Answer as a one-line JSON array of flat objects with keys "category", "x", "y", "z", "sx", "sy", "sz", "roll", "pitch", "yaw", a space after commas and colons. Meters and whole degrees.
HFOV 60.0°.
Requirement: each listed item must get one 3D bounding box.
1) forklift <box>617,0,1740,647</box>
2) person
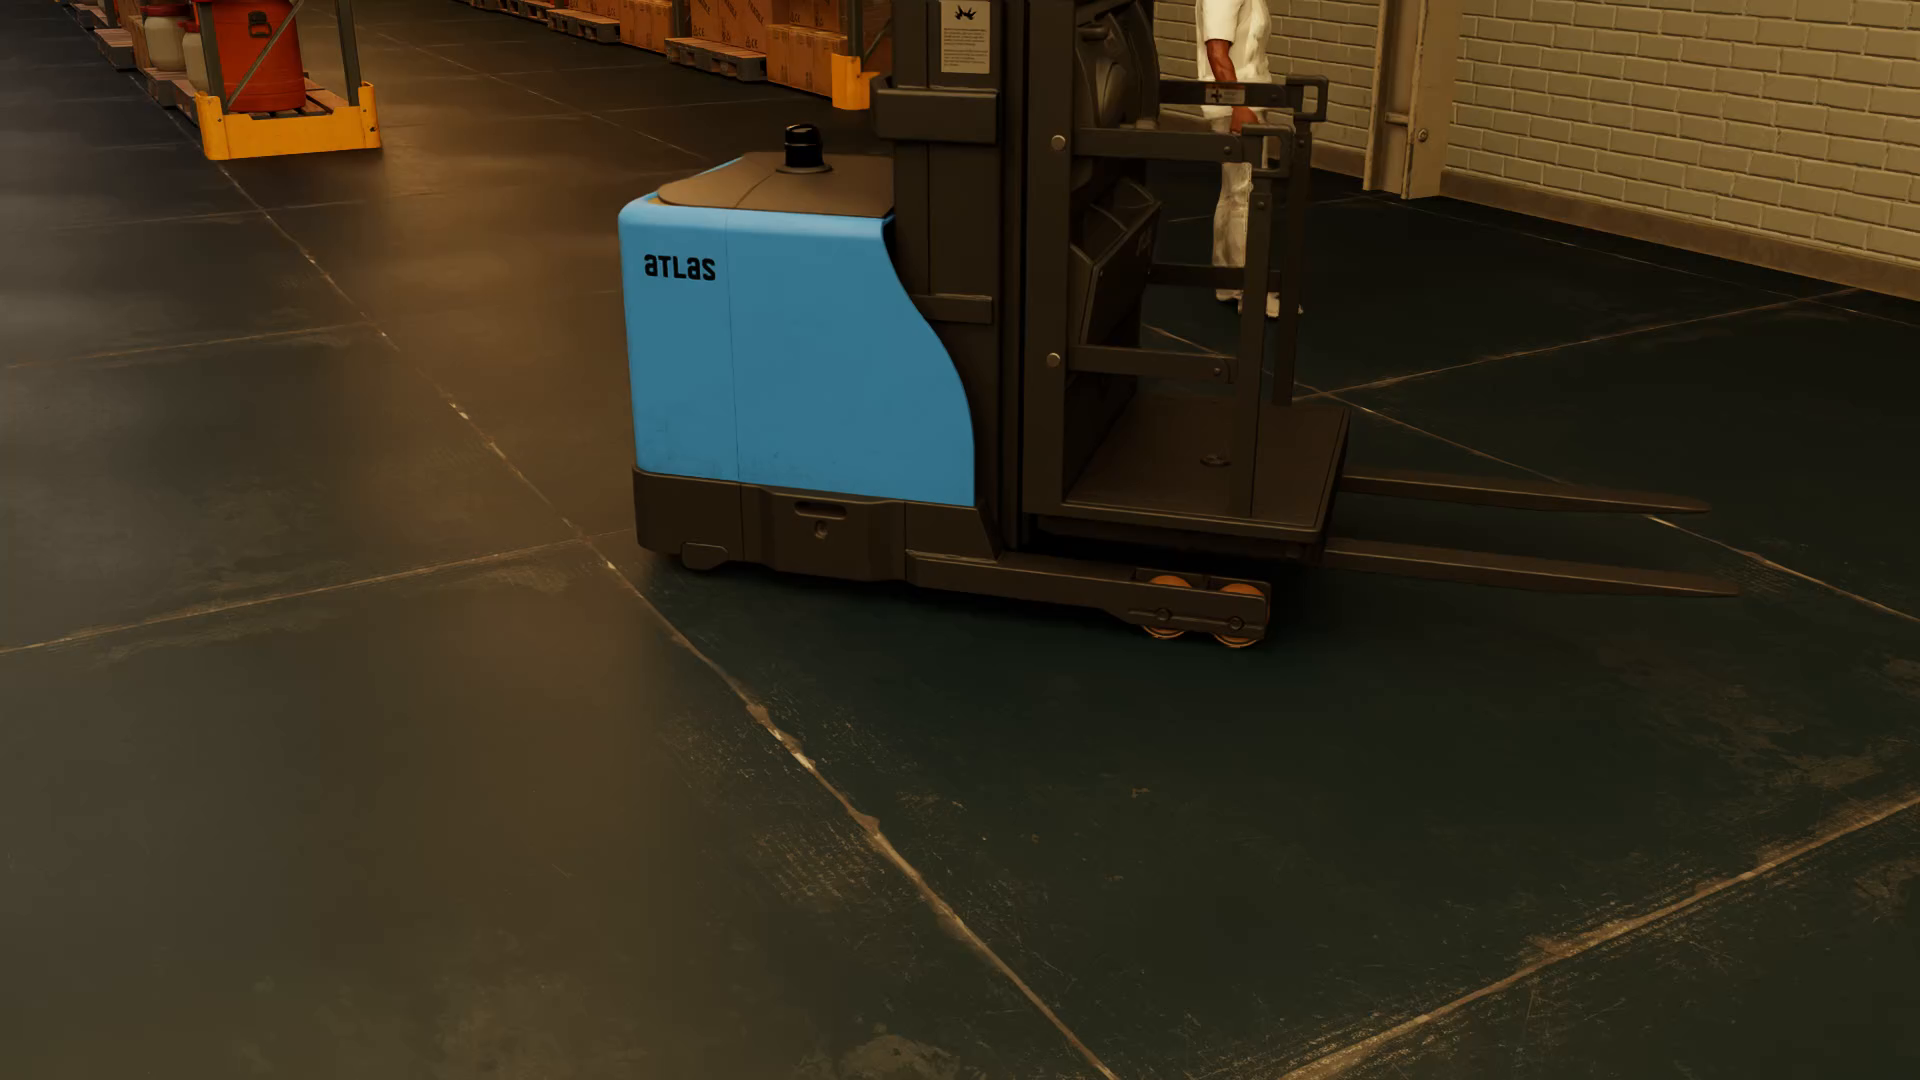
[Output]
[{"category": "forklift", "x": 0.616, "y": -1.295, "z": 4.430, "sx": 3.031, "sy": 2.935, "sz": 1.130, "roll": 6, "pitch": 23, "yaw": 15}, {"category": "person", "x": 1.340, "y": -1.945, "z": 7.530, "sx": 0.578, "sy": 1.765, "sz": 0.666, "roll": 5, "pitch": 23, "yaw": 13}]
